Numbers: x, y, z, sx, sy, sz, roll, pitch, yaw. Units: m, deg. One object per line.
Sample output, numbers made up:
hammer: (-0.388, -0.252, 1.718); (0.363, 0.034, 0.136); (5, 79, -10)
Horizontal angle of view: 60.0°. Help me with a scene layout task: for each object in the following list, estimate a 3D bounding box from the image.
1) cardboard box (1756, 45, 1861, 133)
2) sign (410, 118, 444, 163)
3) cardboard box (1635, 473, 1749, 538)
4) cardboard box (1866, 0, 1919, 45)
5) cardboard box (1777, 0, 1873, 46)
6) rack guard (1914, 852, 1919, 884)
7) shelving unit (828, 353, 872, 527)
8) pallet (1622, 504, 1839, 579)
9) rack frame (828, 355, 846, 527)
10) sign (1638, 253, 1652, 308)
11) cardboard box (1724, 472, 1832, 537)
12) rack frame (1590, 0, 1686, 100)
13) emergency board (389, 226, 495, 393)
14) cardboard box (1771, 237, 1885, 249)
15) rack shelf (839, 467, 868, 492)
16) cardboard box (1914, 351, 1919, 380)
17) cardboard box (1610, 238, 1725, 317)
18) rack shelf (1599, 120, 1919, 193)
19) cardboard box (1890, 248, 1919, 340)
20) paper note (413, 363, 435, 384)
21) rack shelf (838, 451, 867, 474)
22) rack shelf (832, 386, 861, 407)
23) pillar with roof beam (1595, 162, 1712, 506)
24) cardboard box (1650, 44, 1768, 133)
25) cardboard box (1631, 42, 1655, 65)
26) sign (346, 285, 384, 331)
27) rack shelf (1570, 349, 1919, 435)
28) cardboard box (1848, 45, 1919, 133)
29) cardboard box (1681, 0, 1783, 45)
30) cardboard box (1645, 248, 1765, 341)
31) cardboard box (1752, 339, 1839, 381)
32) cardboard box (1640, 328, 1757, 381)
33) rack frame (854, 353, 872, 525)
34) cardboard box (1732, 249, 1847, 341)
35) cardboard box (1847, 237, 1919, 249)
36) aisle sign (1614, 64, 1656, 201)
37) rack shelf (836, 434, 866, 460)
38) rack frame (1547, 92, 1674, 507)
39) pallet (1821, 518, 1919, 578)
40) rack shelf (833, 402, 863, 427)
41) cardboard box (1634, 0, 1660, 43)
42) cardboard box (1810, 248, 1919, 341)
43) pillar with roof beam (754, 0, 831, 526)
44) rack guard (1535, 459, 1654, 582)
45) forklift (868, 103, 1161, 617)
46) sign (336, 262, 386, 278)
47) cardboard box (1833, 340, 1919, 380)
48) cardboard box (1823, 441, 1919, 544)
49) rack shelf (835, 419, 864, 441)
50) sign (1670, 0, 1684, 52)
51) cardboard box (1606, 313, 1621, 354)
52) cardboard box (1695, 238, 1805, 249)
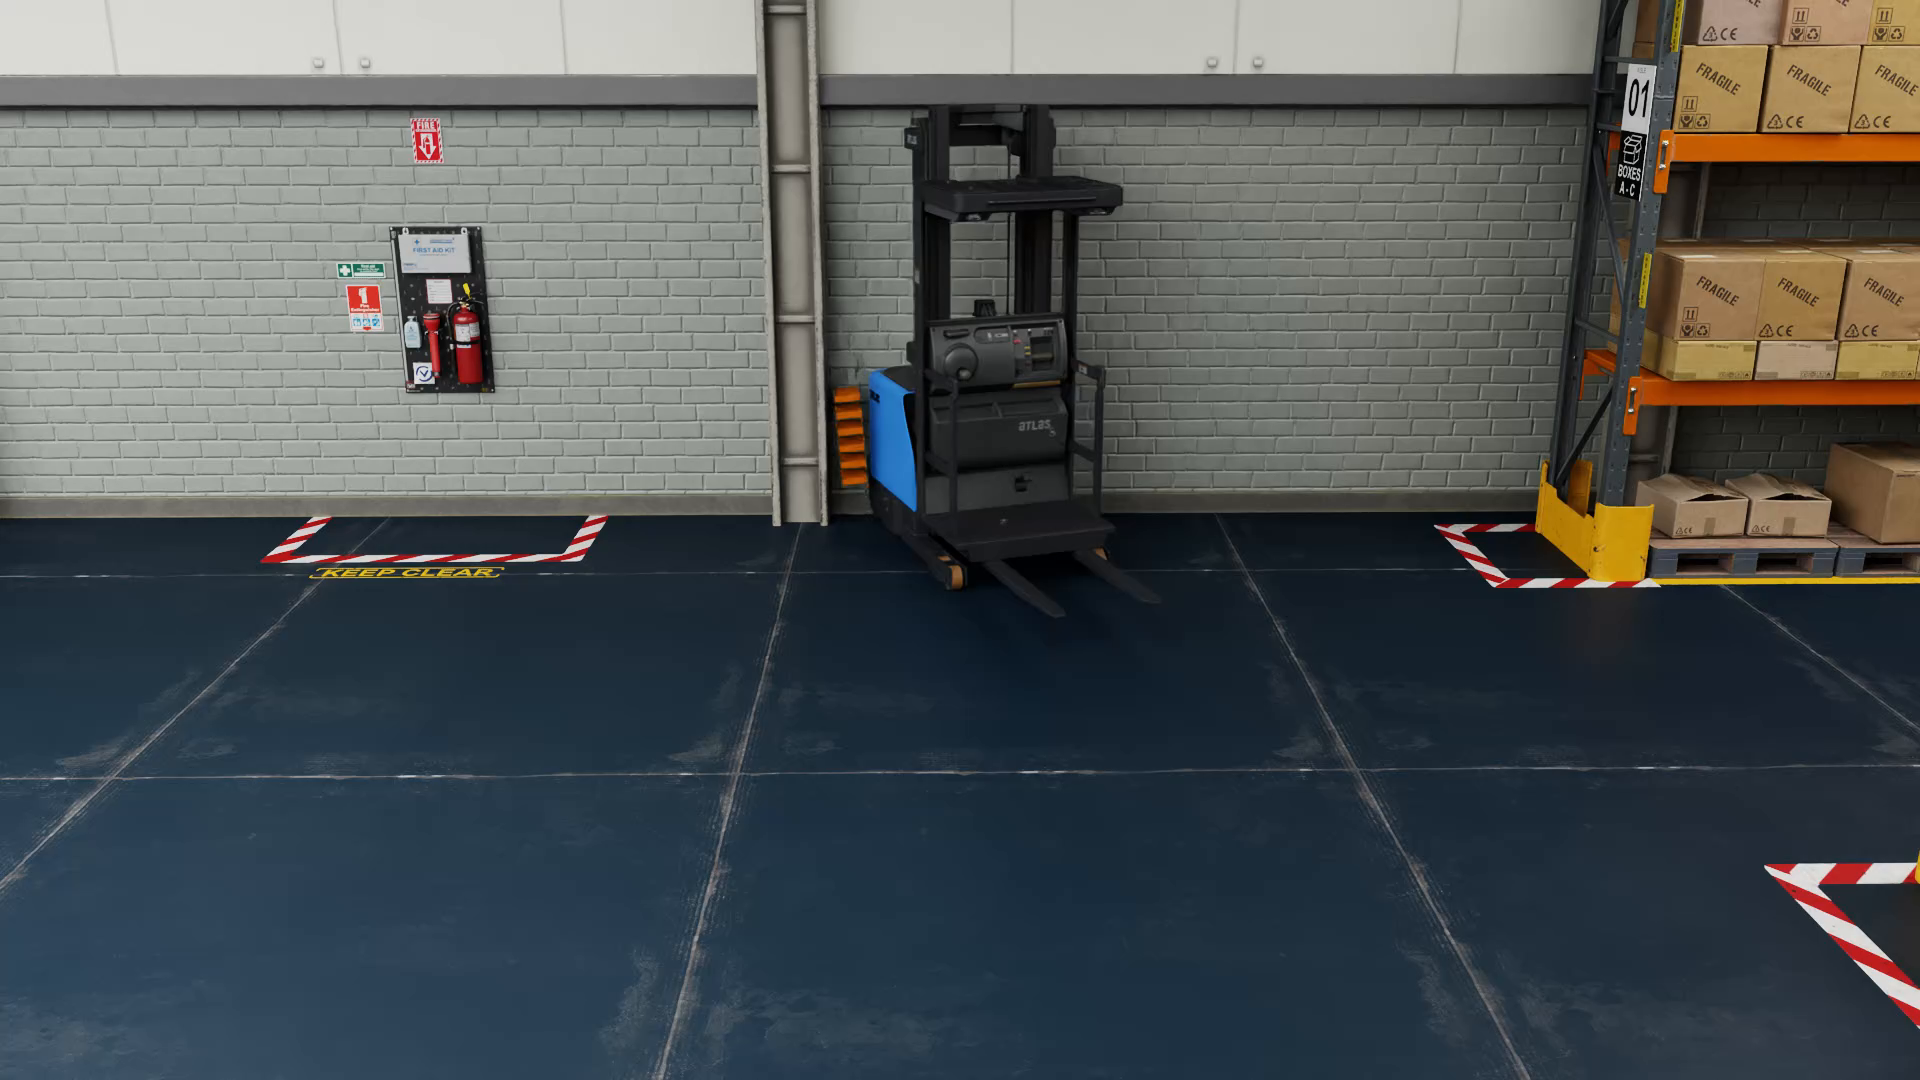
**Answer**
cardboard box: (5.050, -2.741, 10.074); (0.500, 0.500, 0.500); (1, 18, 3)
sign: (-3.620, -2.711, 11.293); (0.199, 0.298, 0.001); (0, 18, -1)
cardboard box: (4.868, -0.244, 11.078); (0.500, 0.311, 0.500); (-2, 18, -7)
cardboard box: (5.578, -3.221, 9.933); (0.500, 0.500, 0.500); (0, 18, 1)
cardboard box: (5.066, -3.215, 9.914); (0.500, 0.500, 0.500); (0, 18, -1)
rack guard: (4.232, 1.365, 6.475); (0.348, 0.500, 1.175); (0, 18, -1)
shelving unit: (-0.777, -0.701, 11.746); (0.189, 1.200, 0.258); (-7, 19, -8)
pallet: (5.063, -0.004, 11.215); (1.213, 0.211, 1.003); (0, 18, -1)
rack frame: (-0.867, -0.690, 11.734); (0.006, 1.200, 0.240); (-7, 19, -8)
sign: (4.183, -1.585, 10.161); (0.005, 0.325, 0.100); (0, 18, -1)
cardboard box: (5.438, -0.246, 11.086); (0.500, 0.311, 0.500); (1, 18, 4)
rack frame: (4.174, -4.195, 9.893); (0.127, 3.000, 1.000); (0, 18, -1)
emergency board: (-3.610, -1.577, 11.553); (0.643, 1.169, 0.194); (0, 18, -1)
cardboard box: (5.663, -1.704, 10.934); (0.500, 0.500, 0.500); (-1, 18, -2)
rack shelf: (-0.759, -0.432, 11.839); (0.180, 0.103, 0.258); (-7, 19, -8)
cardboard box: (6.201, -1.191, 10.563); (0.500, 0.250, 0.500); (0, 18, 0)
cardboard box: (4.642, -1.701, 10.924); (0.500, 0.500, 0.500); (0, 18, -1)
rack shelf: (6.174, -2.434, 10.491); (4.000, 0.370, 1.077); (0, 18, -1)
cardboard box: (6.183, -1.550, 10.455); (0.500, 0.500, 0.500); (0, 18, 1)
paper note: (-3.788, -1.178, 11.750); (0.142, 0.148, 0.016); (0, 18, -1)
rack shelf: (-0.767, -0.546, 11.800); (0.180, 0.103, 0.258); (-7, 19, -8)
rack shelf: (-0.797, -0.998, 11.643); (0.180, 0.103, 0.258); (-7, 19, -8)
pillar with roof beam: (4.929, -3.148, 6.629); (0.400, 9.000, 9.100); (0, 18, -1)
cardboard box: (4.513, -2.749, 10.100); (0.500, 0.500, 0.500); (0, 18, 1)
cardboard box: (4.588, -2.903, 10.580); (0.500, 0.500, 0.500); (1, 18, 3)
sign: (-4.165, -1.623, 11.637); (0.234, 0.329, 0.001); (0, 18, -1)
rack shelf: (6.174, -1.006, 10.950); (4.000, 0.370, 1.077); (0, 18, -1)
cardboard box: (5.569, -2.745, 10.086); (0.500, 0.500, 0.500); (1, 18, 2)
cardboard box: (4.563, -3.228, 9.955); (0.500, 0.500, 0.500); (-2, 18, -5)
cardboard box: (4.656, -1.544, 10.436); (0.500, 0.500, 0.500); (0, 18, -1)
cardboard box: (5.186, -1.189, 10.556); (0.500, 0.250, 0.500); (-1, 18, -3)
cardboard box: (4.667, -1.182, 10.534); (0.500, 0.250, 0.500); (-1, 18, -2)
rack frame: (-0.687, -0.711, 11.759); (0.006, 1.200, 0.240); (-7, 19, -8)
cardboard box: (5.151, -1.544, 10.434); (0.500, 0.500, 0.500); (0, 18, -1)
cardboard box: (6.166, -1.707, 10.942); (0.500, 0.500, 0.500); (0, 18, 0)
aisle sign: (4.107, -2.484, 10.126); (0.004, 0.787, 0.394); (0, 18, -1)
rack shelf: (-0.774, -0.659, 11.761); (0.180, 0.103, 0.258); (-7, 19, -8)
rack frame: (4.174, -1.339, 10.810); (0.127, 3.000, 1.000); (0, 18, -1)
pallet: (6.280, -0.009, 11.231); (1.213, 0.211, 1.003); (0, 18, -1)
rack shelf: (-0.789, -0.885, 11.682); (0.180, 0.103, 0.258); (-7, 19, -8)
cardboard box: (4.601, -3.382, 10.436); (0.500, 0.500, 0.500); (1, 18, 2)
cardboard box: (5.667, -1.544, 10.436); (0.500, 0.500, 0.500); (-1, 18, -3)
pillar with roof beam: (-1.071, -3.119, 6.538); (0.400, 9.000, 9.100); (0, 18, -1)
rack guard: (4.250, -0.149, 11.193); (0.348, 0.500, 1.175); (0, 18, -1)
forklift: (0.329, -1.216, 10.541); (1.130, 2.935, 3.031); (-7, 19, -19)
sign: (-4.160, -1.872, 11.548); (0.331, 0.109, 0.001); (0, 18, -1)
cardboard box: (5.696, -1.190, 10.558); (0.500, 0.250, 0.500); (-1, 18, -2)
cardboard box: (6.172, -0.325, 11.021); (0.500, 0.500, 0.700); (-1, 18, -4)
rack shelf: (-0.782, -0.772, 11.722); (0.180, 0.103, 0.258); (-7, 19, -8)
sign: (4.183, -3.017, 9.701); (0.005, 0.325, 0.100); (0, 18, -1)
cardboard box: (4.639, -1.338, 11.021); (0.500, 0.250, 0.500); (0, 18, 0)
cardboard box: (5.146, -1.700, 10.923); (0.500, 0.500, 0.500); (0, 18, 0)
